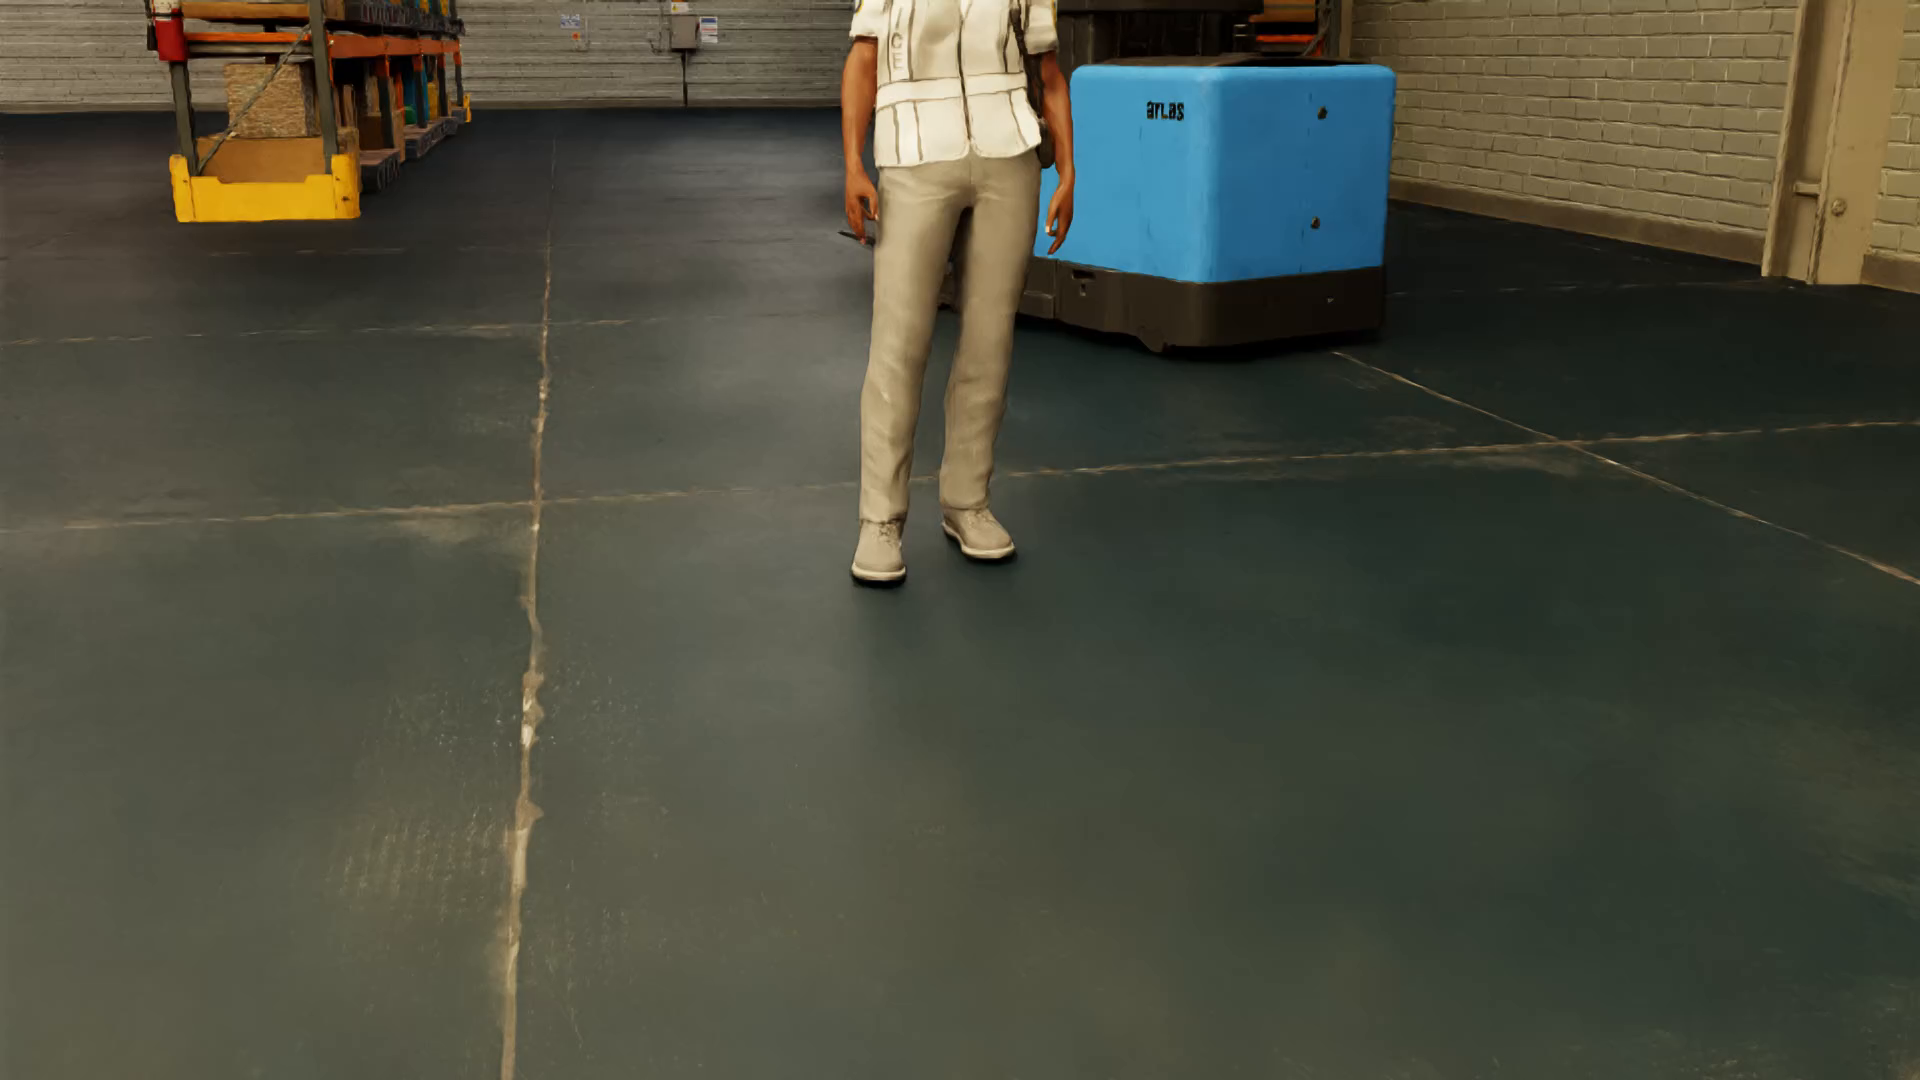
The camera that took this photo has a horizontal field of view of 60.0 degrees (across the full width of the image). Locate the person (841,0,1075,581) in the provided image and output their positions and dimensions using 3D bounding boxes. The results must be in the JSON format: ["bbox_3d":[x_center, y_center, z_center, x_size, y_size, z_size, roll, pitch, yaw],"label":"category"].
[{"bbox_3d":[-0.002,-0.798,3.698,0.570,1.695,0.529,-4,17,-12],"label":"person"}]

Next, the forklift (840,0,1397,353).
[{"bbox_3d":[0.479,-2.480,7.221,1.130,2.935,3.031,-10,19,-31],"label":"forklift"}]
